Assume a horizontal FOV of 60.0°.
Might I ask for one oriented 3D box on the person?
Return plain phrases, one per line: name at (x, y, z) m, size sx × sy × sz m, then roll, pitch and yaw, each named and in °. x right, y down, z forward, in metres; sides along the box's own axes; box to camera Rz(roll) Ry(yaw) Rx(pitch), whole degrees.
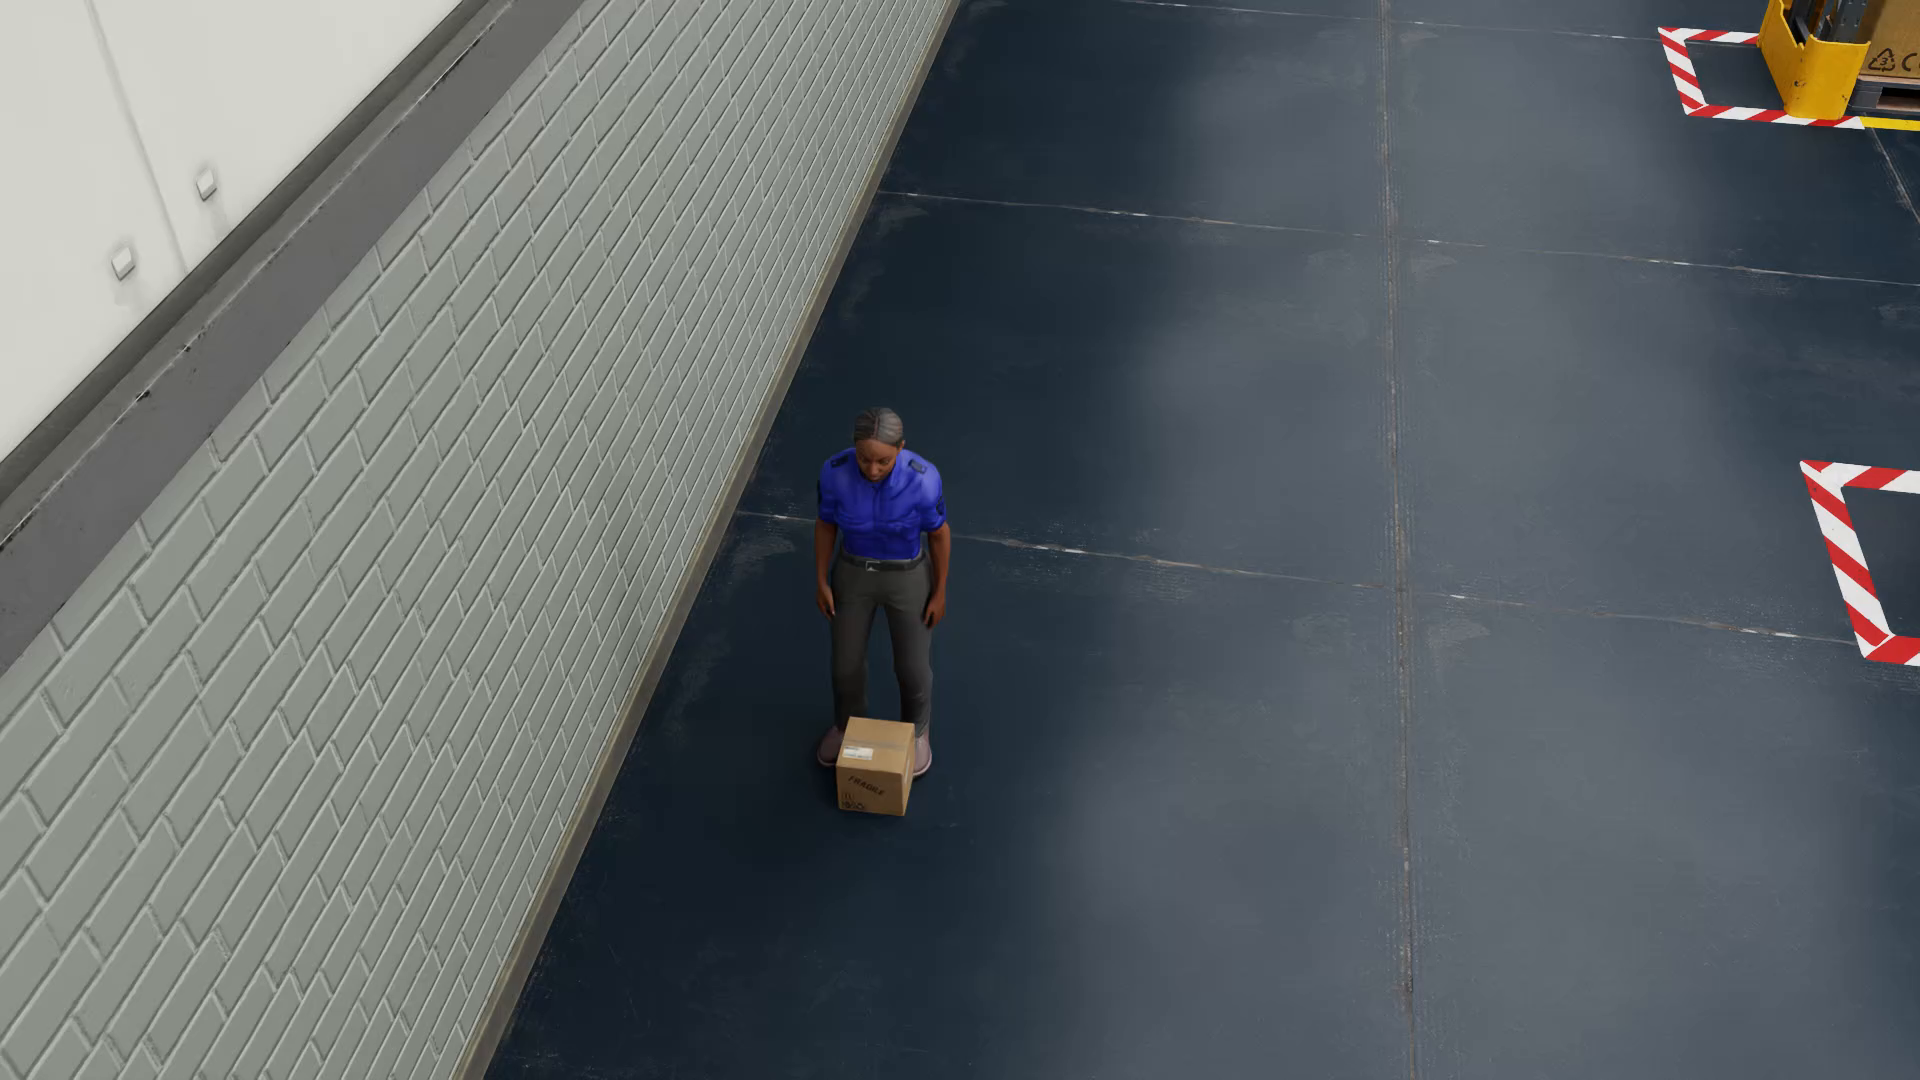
person at (-0.289, 0.167, 5.968) m, size 0.507 × 1.654 × 0.348 m, roll 5°, pitch 41°, yaw 6°
